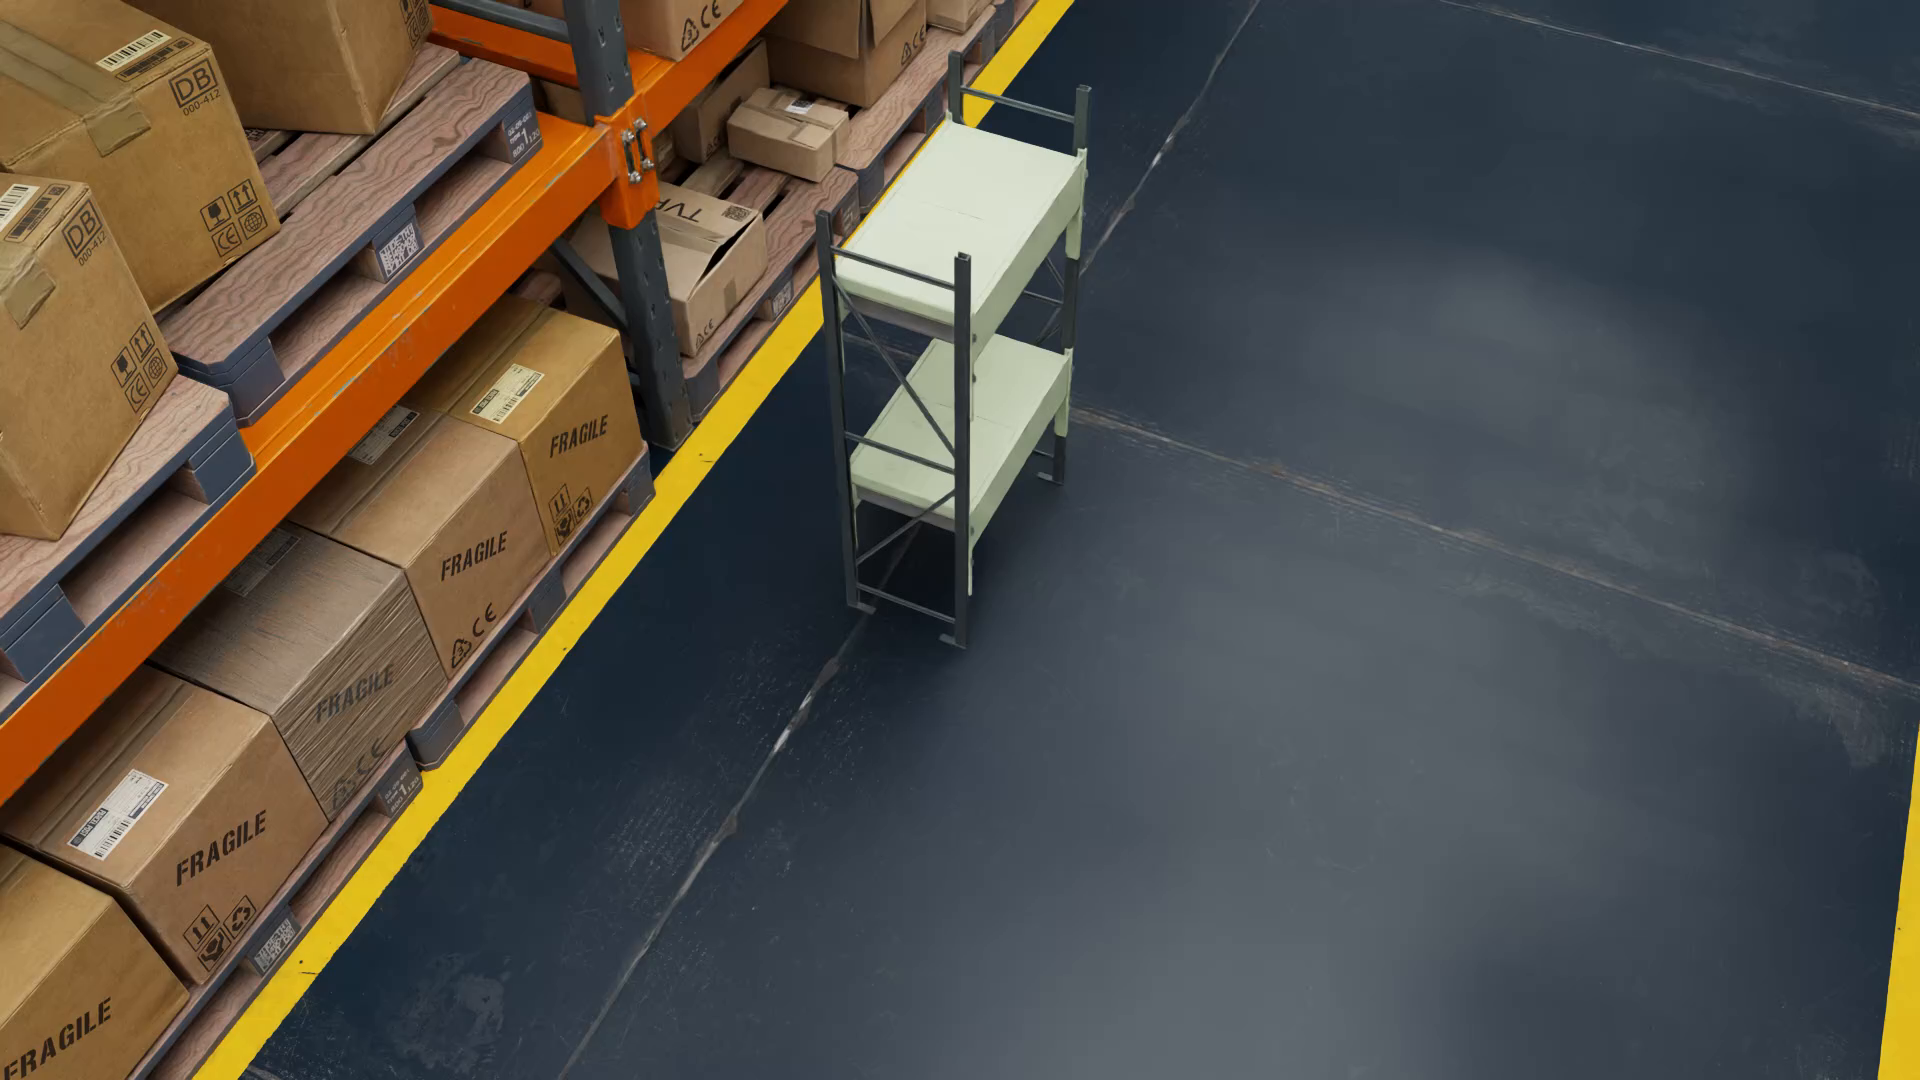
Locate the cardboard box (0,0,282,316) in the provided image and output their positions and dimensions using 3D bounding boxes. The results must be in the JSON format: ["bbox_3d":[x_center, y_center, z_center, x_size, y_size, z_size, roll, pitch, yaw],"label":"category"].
[{"bbox_3d":[-2.008,-0.880,3.688,0.700,0.500,0.500,28,55,22],"label":"cardboard box"}]

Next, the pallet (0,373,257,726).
[{"bbox_3d":[-2.249,0.017,3.392,1.003,0.211,1.213,20,52,16],"label":"pallet"}]

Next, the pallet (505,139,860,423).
[{"bbox_3d":[-1.072,-1.028,5.986,1.003,0.211,1.213,20,52,16],"label":"pallet"}]

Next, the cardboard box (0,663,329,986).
[{"bbox_3d":[-1.967,0.675,4.058,0.500,0.500,0.500,18,52,15],"label":"cardboard box"}]

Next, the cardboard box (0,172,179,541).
[{"bbox_3d":[-2.066,-0.391,3.272,0.700,0.500,0.500,8,50,7],"label":"cardboard box"}]

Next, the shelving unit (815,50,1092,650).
[{"bbox_3d":[-0.003,-0.481,4.675,0.431,1.500,0.755,20,52,16],"label":"shelving unit"}]

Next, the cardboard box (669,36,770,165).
[{"bbox_3d":[-1.059,-1.731,6.230,0.500,0.311,0.500,20,52,16],"label":"cardboard box"}]

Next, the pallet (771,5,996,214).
[{"bbox_3d":[-0.552,-1.871,6.704,1.003,0.211,1.213,20,52,16],"label":"pallet"}]

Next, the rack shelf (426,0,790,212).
[{"bbox_3d":[-0.512,-2.603,5.968,1.077,0.370,4.000,20,52,16],"label":"rack shelf"}]

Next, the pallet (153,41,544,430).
[{"bbox_3d":[-1.807,-0.882,4.157,1.003,0.211,1.213,20,52,16],"label":"pallet"}]

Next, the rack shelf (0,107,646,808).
[{"bbox_3d":[-2.221,0.151,3.624,1.077,0.370,4.000,20,52,16],"label":"rack shelf"}]

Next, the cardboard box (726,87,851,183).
[{"bbox_3d":[-0.631,-1.501,6.129,0.380,0.166,0.250,20,52,16],"label":"cardboard box"}]

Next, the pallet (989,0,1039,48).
[{"bbox_3d":[-0.030,-2.708,7.416,1.003,0.211,1.213,20,52,16],"label":"pallet"}]

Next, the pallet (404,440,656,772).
[{"bbox_3d":[-1.680,0.017,5.097,1.003,0.211,1.213,20,52,16],"label":"pallet"}]

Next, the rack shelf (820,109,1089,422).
[{"bbox_3d":[-0.003,-0.734,4.378,0.431,0.370,0.720,20,52,16],"label":"rack shelf"}]

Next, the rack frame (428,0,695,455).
[{"bbox_3d":[-1.367,-1.459,4.522,1.000,3.000,0.127,20,52,16],"label":"rack frame"}]

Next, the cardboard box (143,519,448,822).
[{"bbox_3d":[-1.752,0.324,4.357,0.500,0.500,0.500,20,53,17],"label":"cardboard box"}]

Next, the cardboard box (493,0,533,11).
[{"bbox_3d":[-1.385,-1.919,4.848,0.500,0.500,0.500,21,53,17],"label":"cardboard box"}]

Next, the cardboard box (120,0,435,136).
[{"bbox_3d":[-1.771,-1.374,4.108,0.700,0.500,0.500,4,50,4],"label":"cardboard box"}]

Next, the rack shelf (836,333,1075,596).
[{"bbox_3d":[-0.003,-0.270,4.923,0.431,0.370,0.720,20,52,16],"label":"rack shelf"}]

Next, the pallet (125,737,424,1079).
[{"bbox_3d":[-2.200,0.860,4.380,1.003,0.211,1.213,20,52,16],"label":"pallet"}]

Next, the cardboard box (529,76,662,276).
[{"bbox_3d":[-1.380,-1.276,5.719,0.500,0.500,0.500,20,52,16],"label":"cardboard box"}]

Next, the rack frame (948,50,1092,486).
[{"bbox_3d":[0.154,-0.733,4.889,0.400,1.500,0.023,20,52,16],"label":"rack frame"}]

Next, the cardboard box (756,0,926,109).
[{"bbox_3d":[-0.569,-2.088,6.408,0.797,0.503,0.637,20,52,16],"label":"cardboard box"}]

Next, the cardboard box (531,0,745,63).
[{"bbox_3d":[-0.902,-1.754,4.707,0.500,0.500,0.500,21,53,17],"label":"cardboard box"}]

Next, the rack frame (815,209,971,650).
[{"bbox_3d":[-0.159,-0.229,4.460,0.400,1.500,0.023,20,52,16],"label":"rack frame"}]

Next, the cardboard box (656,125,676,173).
[{"bbox_3d":[-1.274,-1.440,6.089,0.380,0.149,0.250,20,52,16],"label":"cardboard box"}]

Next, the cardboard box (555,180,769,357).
[{"bbox_3d":[-0.992,-0.949,5.565,0.500,0.311,0.500,20,52,16],"label":"cardboard box"}]

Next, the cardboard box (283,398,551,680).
[{"bbox_3d":[-1.537,-0.021,4.651,0.500,0.500,0.500,20,52,16],"label":"cardboard box"}]

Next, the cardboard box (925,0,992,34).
[{"bbox_3d":[-0.100,-2.366,6.810,0.500,0.250,0.500,20,52,16],"label":"cardboard box"}]

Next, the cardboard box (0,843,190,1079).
[{"bbox_3d":[-2.185,1.036,3.751,0.500,0.500,0.500,19,52,16],"label":"cardboard box"}]

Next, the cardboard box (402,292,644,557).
[{"bbox_3d":[-1.318,-0.359,4.938,0.500,0.500,0.500,20,52,16],"label":"cardboard box"}]
